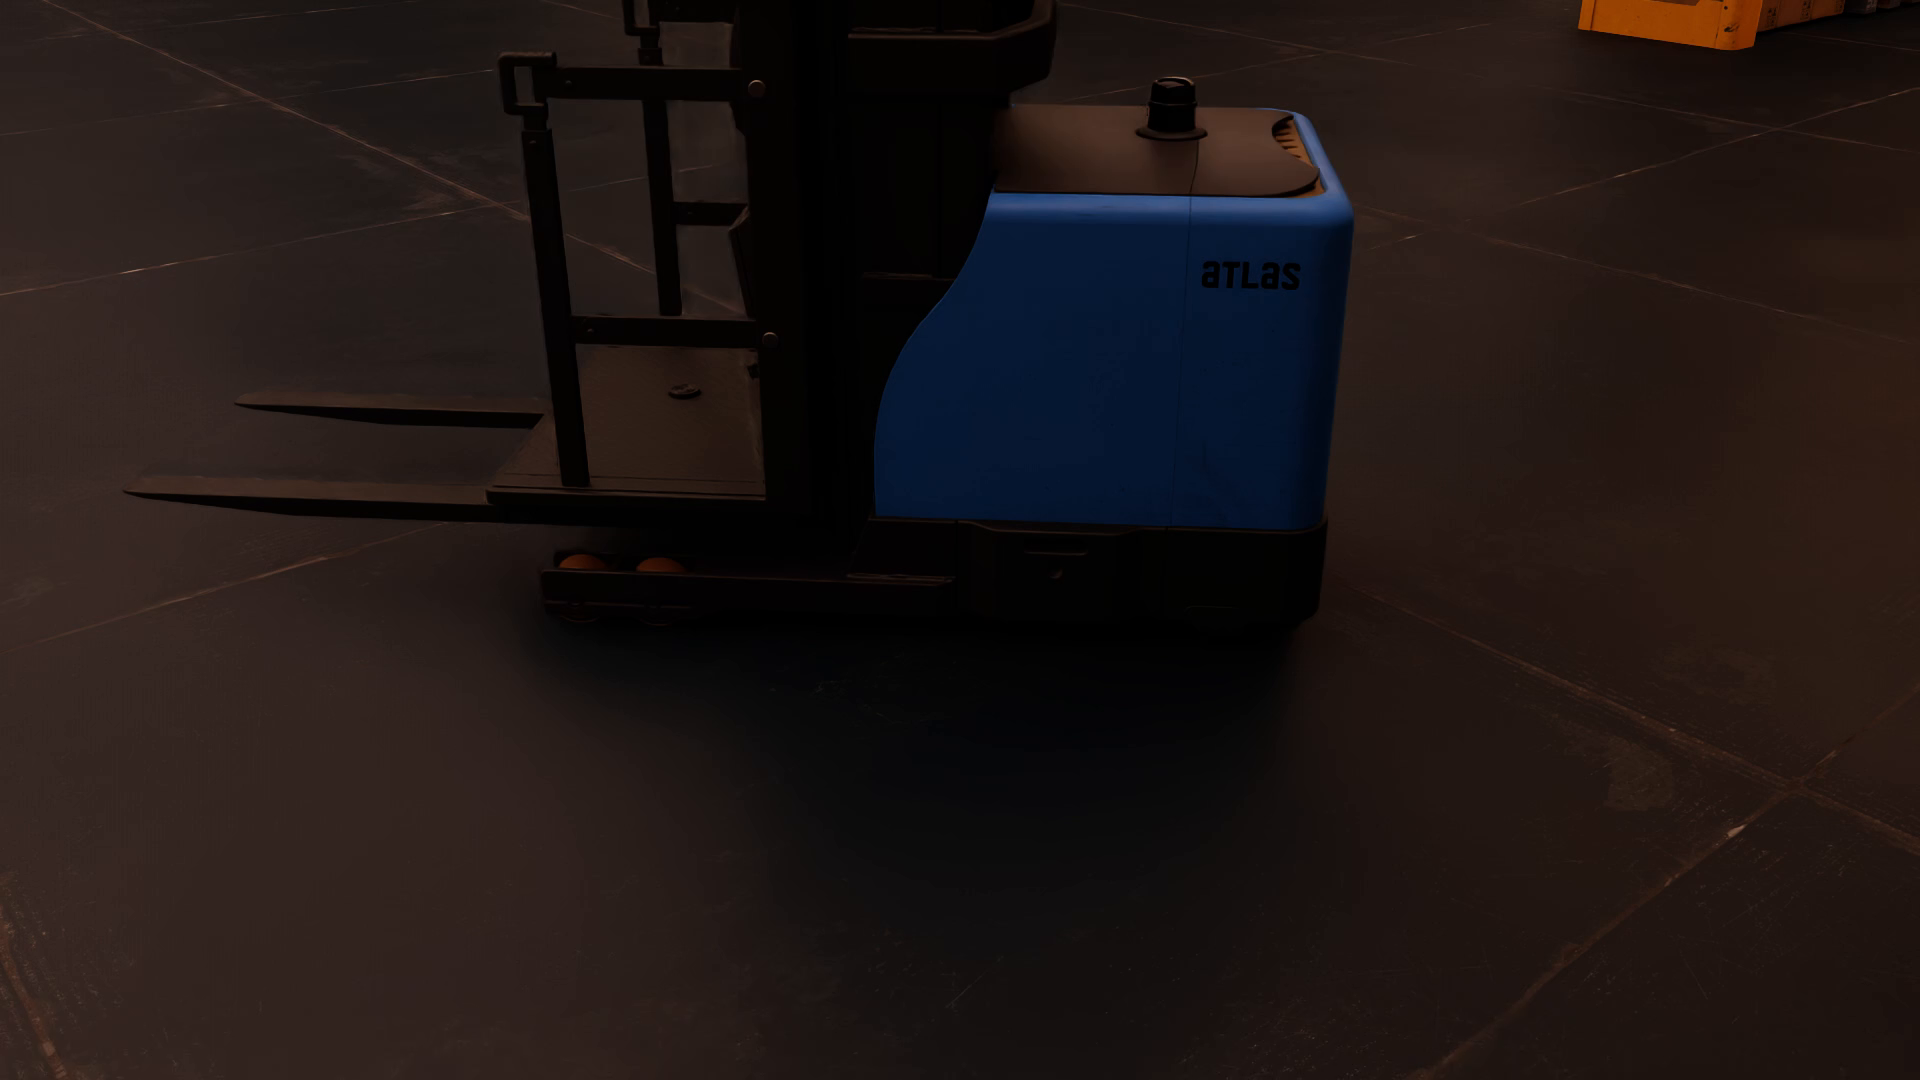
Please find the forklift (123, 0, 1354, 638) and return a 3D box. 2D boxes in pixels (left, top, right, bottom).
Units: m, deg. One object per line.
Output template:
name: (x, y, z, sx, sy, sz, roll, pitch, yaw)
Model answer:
forklift: (-0.610, -1.333, 3.889, 3.031, 2.935, 1.130, 2, 26, 4)
